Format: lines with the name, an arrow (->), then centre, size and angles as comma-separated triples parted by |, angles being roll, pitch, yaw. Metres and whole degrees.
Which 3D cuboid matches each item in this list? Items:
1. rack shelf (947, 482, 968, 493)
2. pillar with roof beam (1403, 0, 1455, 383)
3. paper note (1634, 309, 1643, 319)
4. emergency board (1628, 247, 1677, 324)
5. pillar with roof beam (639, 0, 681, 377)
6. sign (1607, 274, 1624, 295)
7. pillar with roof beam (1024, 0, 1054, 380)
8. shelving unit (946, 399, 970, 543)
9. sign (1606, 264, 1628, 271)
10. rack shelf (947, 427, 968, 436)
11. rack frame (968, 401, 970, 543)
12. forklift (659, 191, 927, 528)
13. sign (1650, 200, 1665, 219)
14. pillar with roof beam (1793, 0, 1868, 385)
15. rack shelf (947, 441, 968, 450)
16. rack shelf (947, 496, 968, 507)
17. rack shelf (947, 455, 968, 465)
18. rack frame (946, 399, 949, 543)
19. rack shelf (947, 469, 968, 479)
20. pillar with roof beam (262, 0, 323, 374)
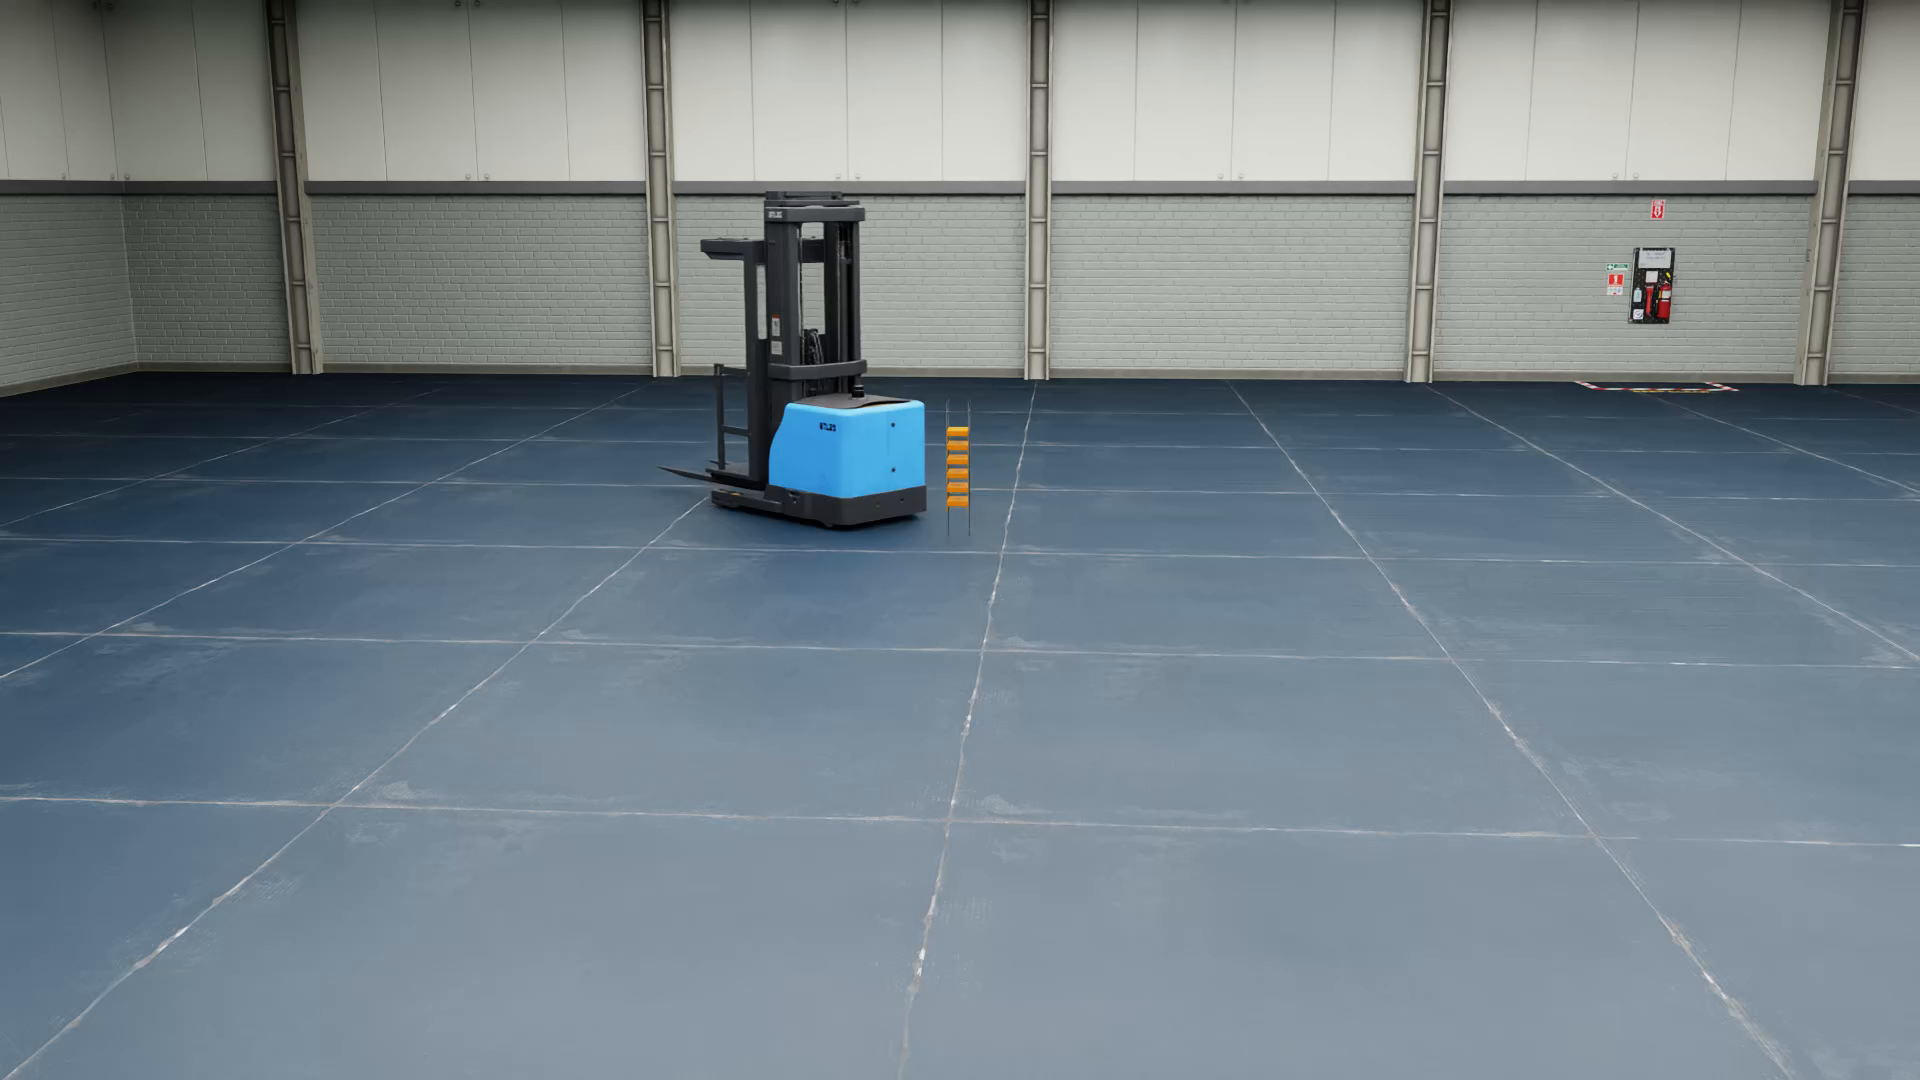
rack shelf -> -0.014, -0.427, 14.180 | 0.180, 0.103, 0.258 | 1, 12, 4
pillar with roof beam -> 6.930, -6.028, 21.107 | 0.400, 9.000, 9.100 | 1, 12, 4
paper note -> 10.569, -3.516, 25.902 | 0.142, 0.148, 0.016 | 1, 12, 4
emergency board -> 10.741, -3.931, 25.733 | 0.643, 1.169, 0.194 | 1, 12, 4
pillar with roof beam -> -5.043, -6.192, 21.892 | 0.400, 9.000, 9.100 | 1, 12, 4
sign -> 10.196, -3.977, 25.866 | 0.234, 0.329, 0.001 | 1, 12, 4
pillar with roof beam -> 0.943, -6.110, 21.500 | 0.400, 9.000, 9.100 | 1, 12, 4
shelving unit -> -0.014, -0.587, 14.146 | 0.189, 1.200, 0.258 | 1, 12, 4
sign -> 10.200, -4.234, 25.803 | 0.331, 0.109, 0.001 | 1, 12, 4
rack shelf -> -0.014, -0.896, 14.082 | 0.180, 0.103, 0.258 | 1, 12, 4
rack frame -> 0.077, -0.586, 14.140 | 0.006, 1.200, 0.240 | 1, 12, 4
forklift -> -1.708, -1.779, 15.614 | 3.031, 2.935, 1.130 | 11, 16, 43
sign -> 10.739, -5.086, 25.593 | 0.199, 0.298, 0.001 | 1, 12, 4
pillar with roof beam -> 12.916, -5.946, 20.715 | 0.400, 9.000, 9.100 | 1, 12, 4
rack shelf -> -0.014, -0.779, 14.106 | 0.180, 0.103, 0.258 | 1, 12, 4
rack shelf -> -0.014, -0.309, 14.204 | 0.180, 0.103, 0.258 | 1, 12, 4
rack shelf -> -0.014, -0.661, 14.131 | 0.180, 0.103, 0.258 | 1, 12, 4
rack frame -> -0.106, -0.589, 14.152 | 0.006, 1.200, 0.240 | 1, 12, 4
rack shelf -> -0.014, -0.544, 14.155 | 0.180, 0.103, 0.258 | 1, 12, 4
pillar with roof beam -> -11.030, -6.274, 22.285 | 0.400, 9.000, 9.100 | 1, 12, 4
